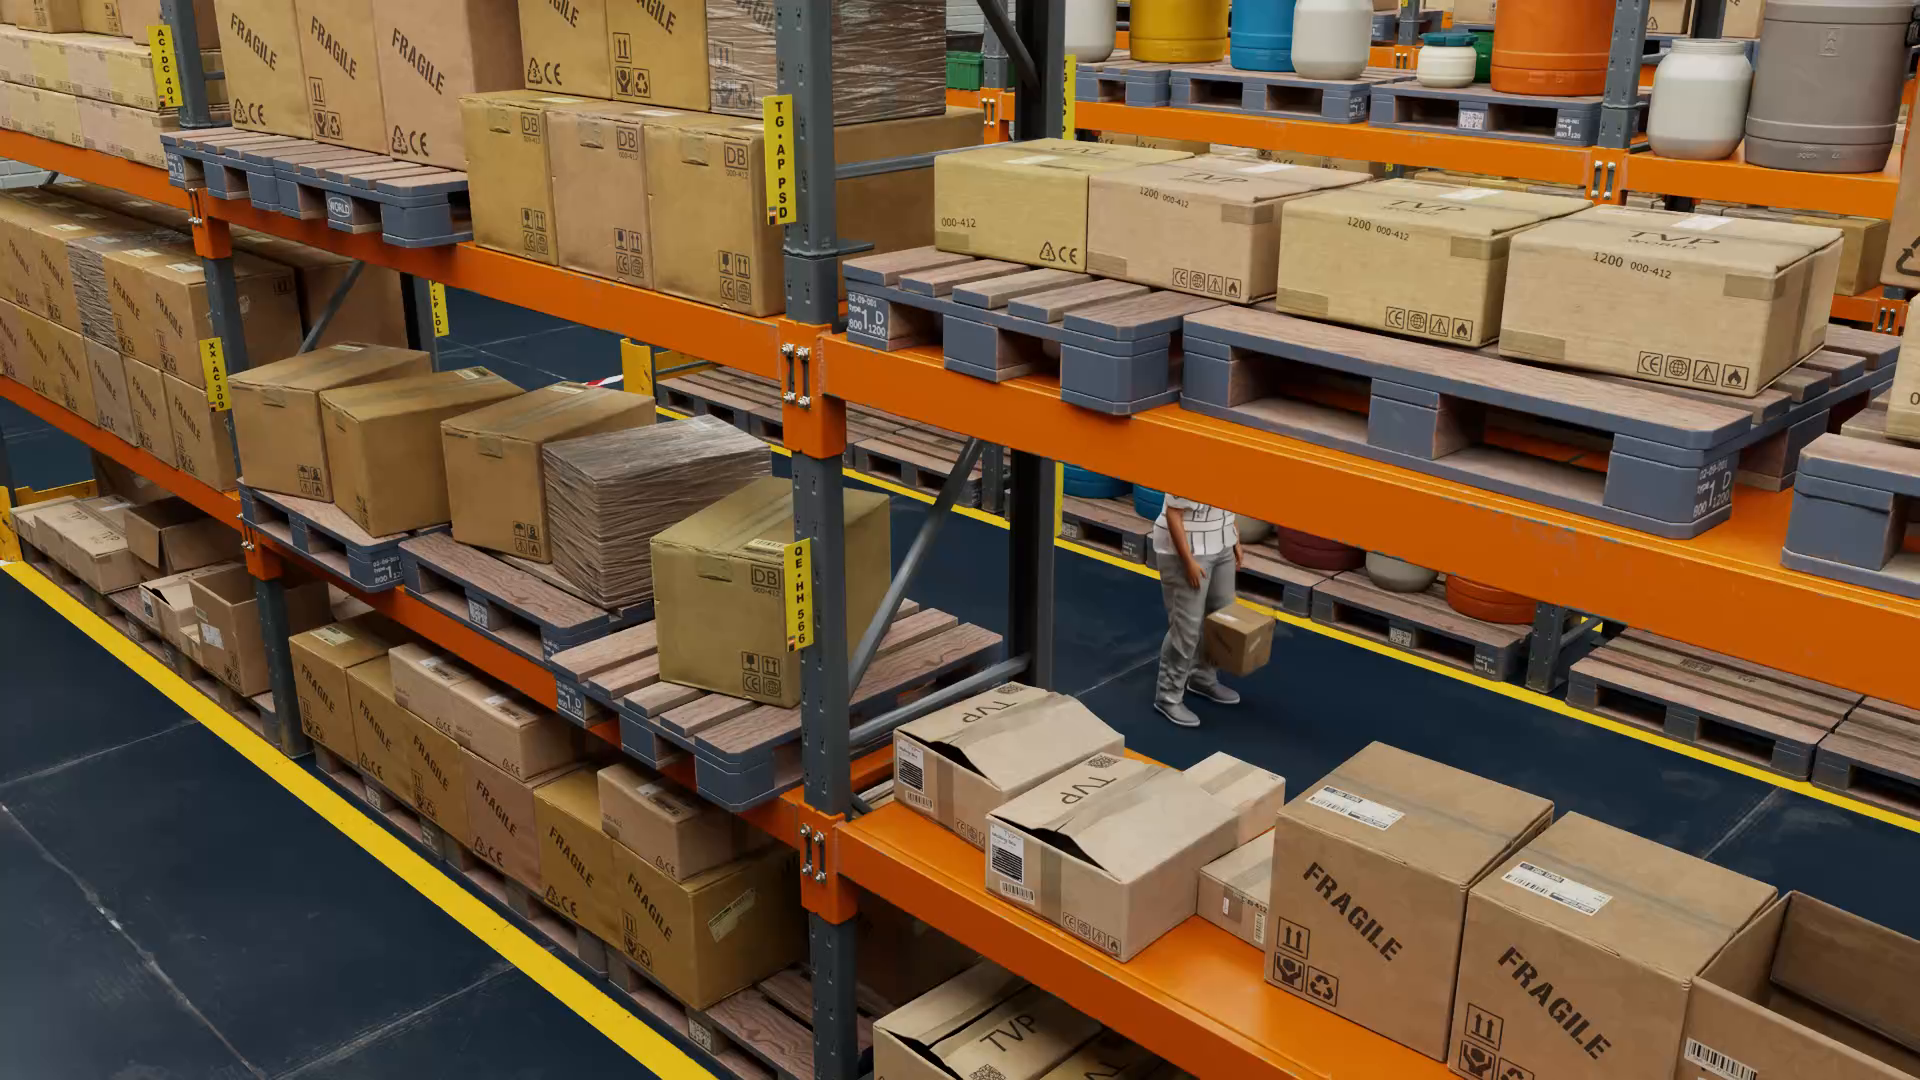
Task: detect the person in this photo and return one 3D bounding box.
[{"bbox_3d":[1.215,0.074,8.369,0.443,1.669,0.528,18,27,39],"label":"person"}]
